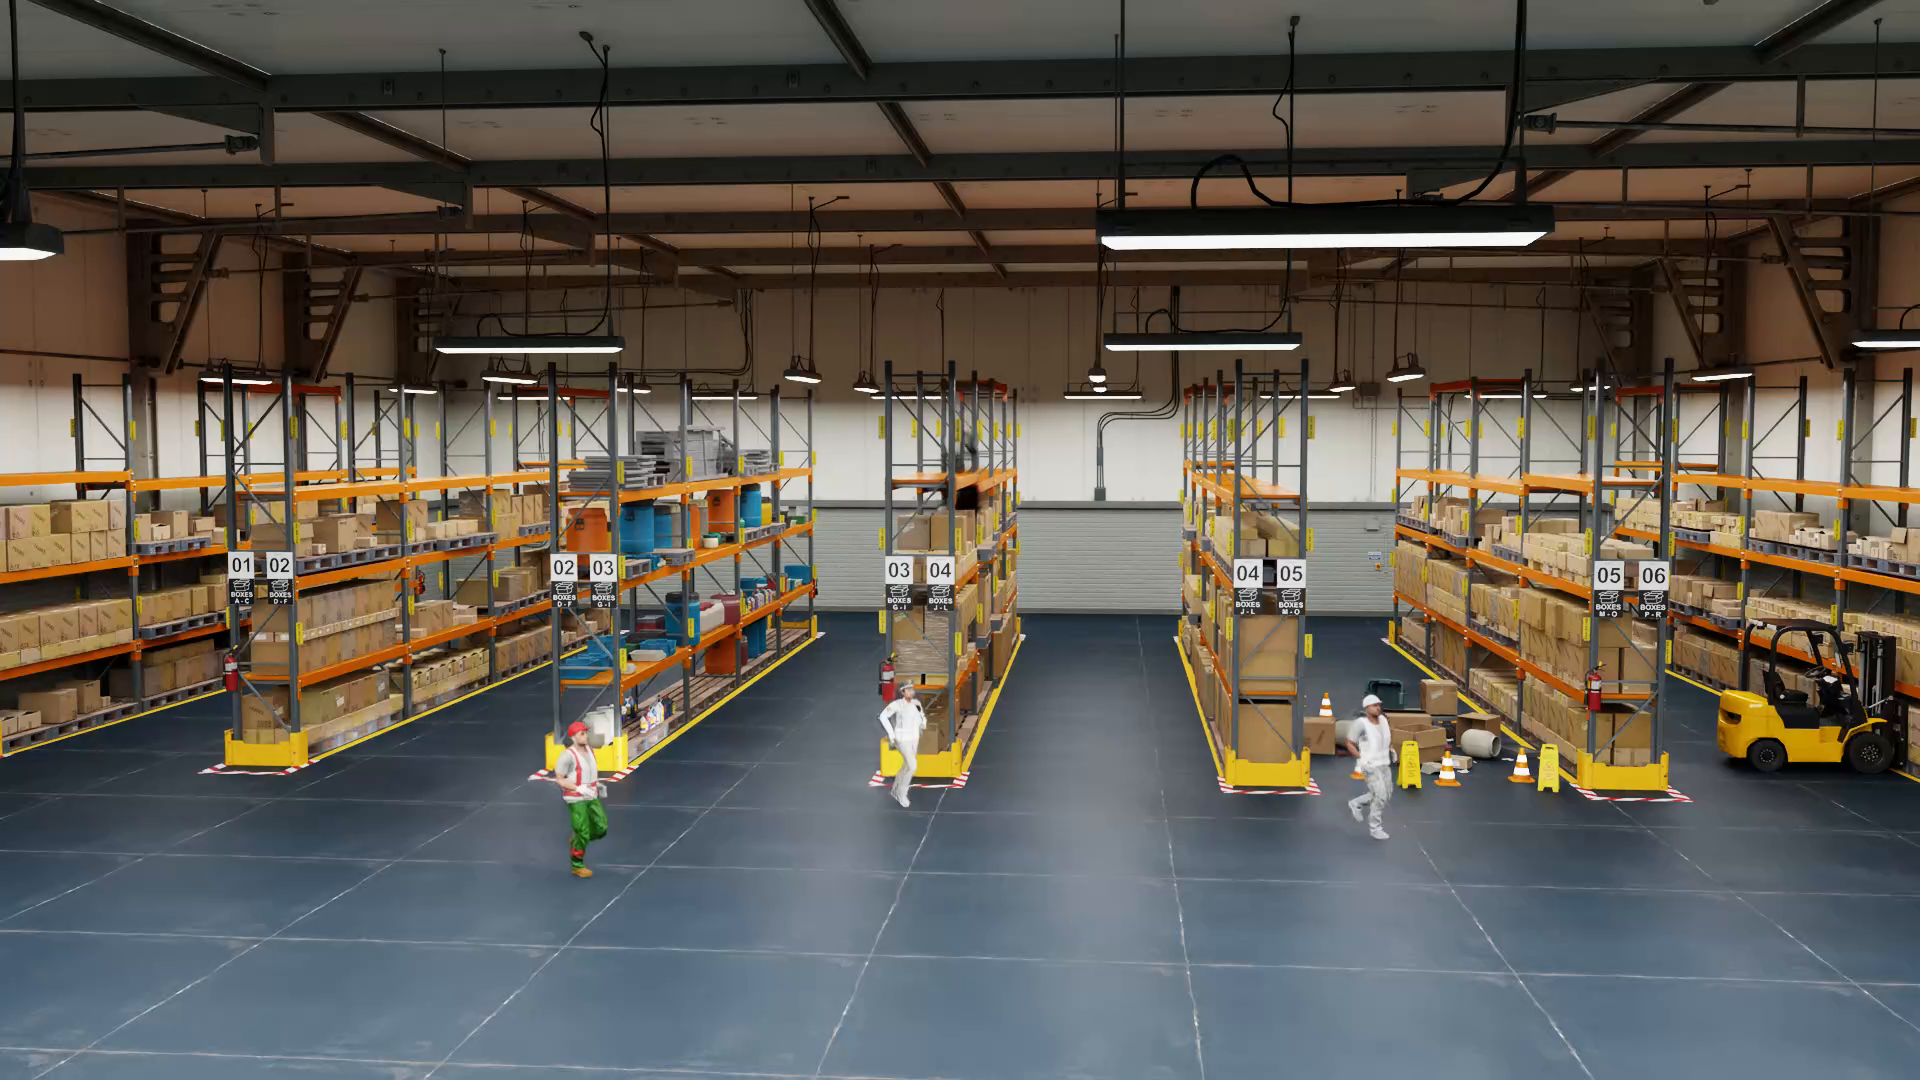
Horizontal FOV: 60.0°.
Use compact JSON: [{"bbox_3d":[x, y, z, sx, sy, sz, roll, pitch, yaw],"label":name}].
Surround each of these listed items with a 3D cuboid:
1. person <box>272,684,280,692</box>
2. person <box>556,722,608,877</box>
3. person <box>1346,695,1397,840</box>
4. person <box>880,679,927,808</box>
[{"bbox_3d":[-11.627,2.279,28.714,0.550,1.728,0.742,0,4,-4],"label":"person"},{"bbox_3d":[-4.223,2.908,18.653,0.559,1.742,0.652,2,4,31],"label":"person"},{"bbox_3d":[5.070,2.783,20.576,0.659,1.758,0.664,-3,5,-35],"label":"person"},{"bbox_3d":[-0.702,2.675,22.227,0.591,1.665,0.682,-3,5,-40],"label":"person"}]
